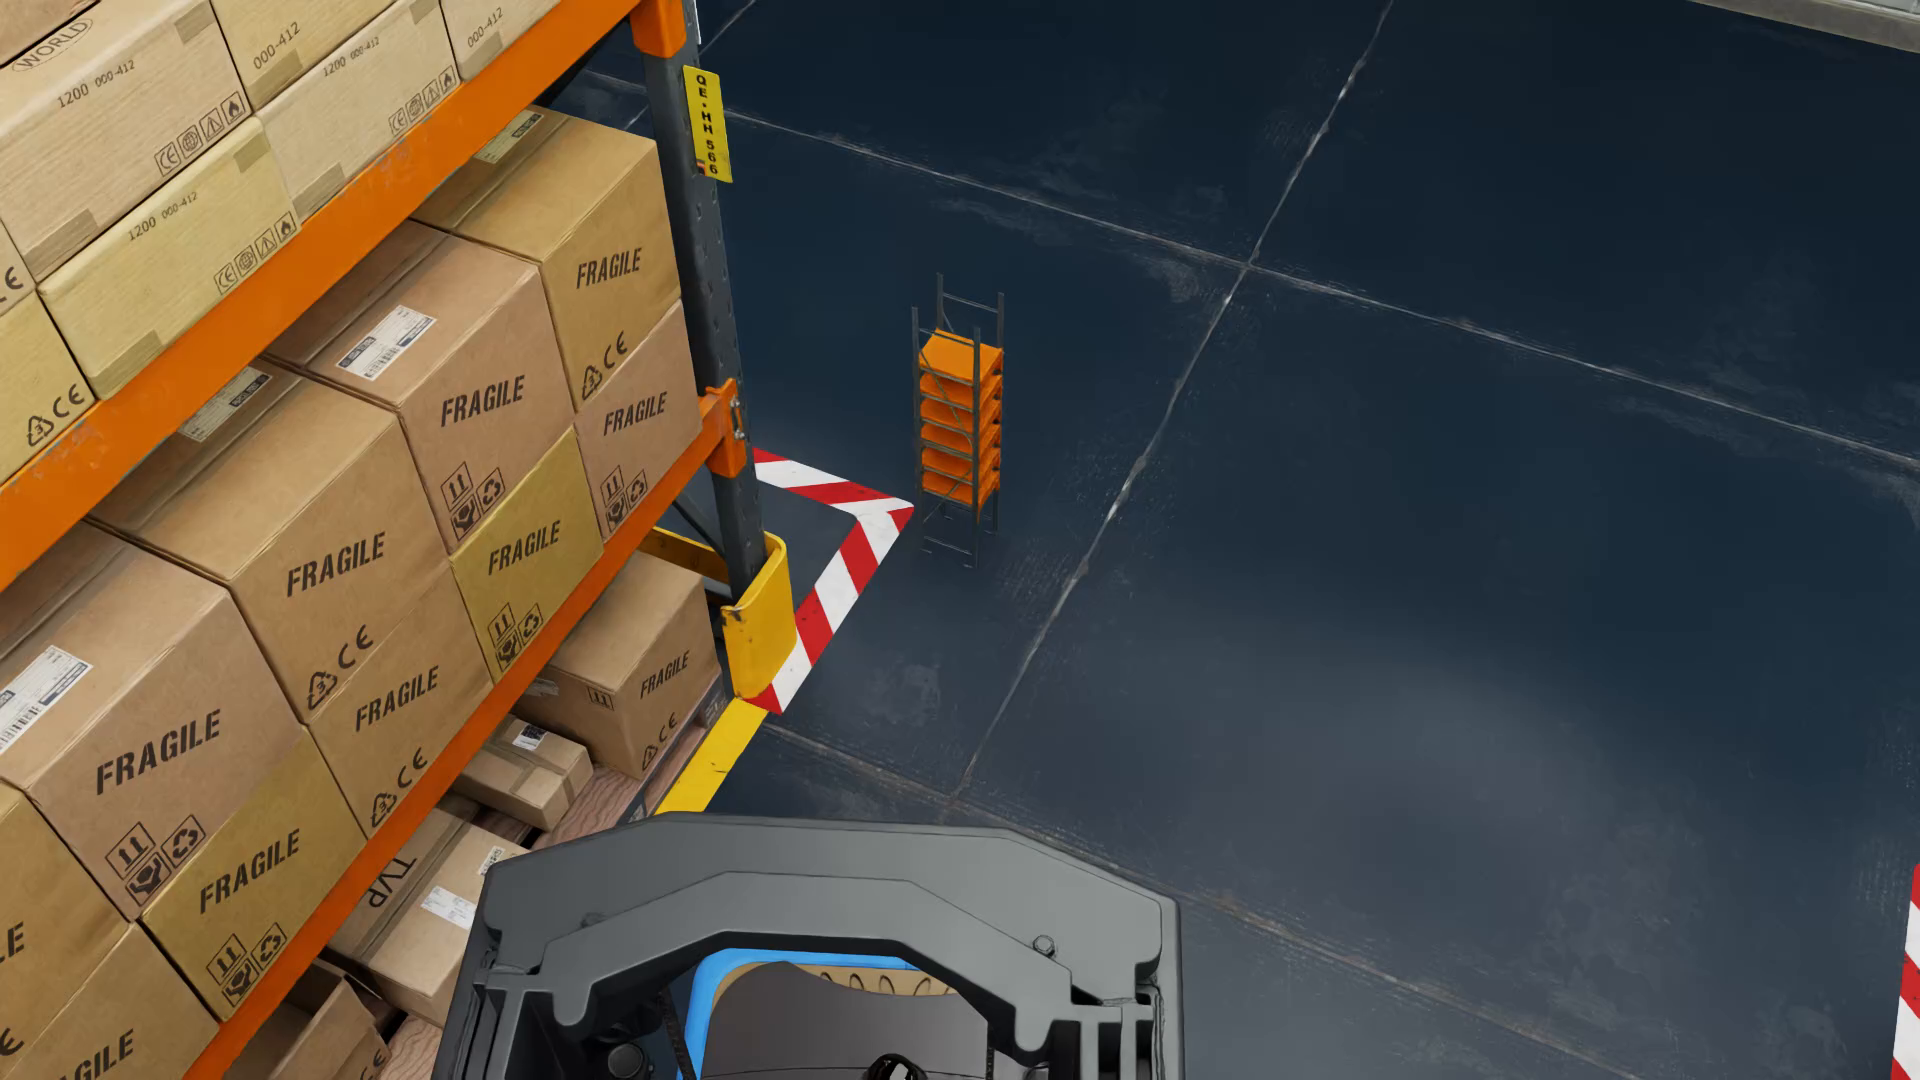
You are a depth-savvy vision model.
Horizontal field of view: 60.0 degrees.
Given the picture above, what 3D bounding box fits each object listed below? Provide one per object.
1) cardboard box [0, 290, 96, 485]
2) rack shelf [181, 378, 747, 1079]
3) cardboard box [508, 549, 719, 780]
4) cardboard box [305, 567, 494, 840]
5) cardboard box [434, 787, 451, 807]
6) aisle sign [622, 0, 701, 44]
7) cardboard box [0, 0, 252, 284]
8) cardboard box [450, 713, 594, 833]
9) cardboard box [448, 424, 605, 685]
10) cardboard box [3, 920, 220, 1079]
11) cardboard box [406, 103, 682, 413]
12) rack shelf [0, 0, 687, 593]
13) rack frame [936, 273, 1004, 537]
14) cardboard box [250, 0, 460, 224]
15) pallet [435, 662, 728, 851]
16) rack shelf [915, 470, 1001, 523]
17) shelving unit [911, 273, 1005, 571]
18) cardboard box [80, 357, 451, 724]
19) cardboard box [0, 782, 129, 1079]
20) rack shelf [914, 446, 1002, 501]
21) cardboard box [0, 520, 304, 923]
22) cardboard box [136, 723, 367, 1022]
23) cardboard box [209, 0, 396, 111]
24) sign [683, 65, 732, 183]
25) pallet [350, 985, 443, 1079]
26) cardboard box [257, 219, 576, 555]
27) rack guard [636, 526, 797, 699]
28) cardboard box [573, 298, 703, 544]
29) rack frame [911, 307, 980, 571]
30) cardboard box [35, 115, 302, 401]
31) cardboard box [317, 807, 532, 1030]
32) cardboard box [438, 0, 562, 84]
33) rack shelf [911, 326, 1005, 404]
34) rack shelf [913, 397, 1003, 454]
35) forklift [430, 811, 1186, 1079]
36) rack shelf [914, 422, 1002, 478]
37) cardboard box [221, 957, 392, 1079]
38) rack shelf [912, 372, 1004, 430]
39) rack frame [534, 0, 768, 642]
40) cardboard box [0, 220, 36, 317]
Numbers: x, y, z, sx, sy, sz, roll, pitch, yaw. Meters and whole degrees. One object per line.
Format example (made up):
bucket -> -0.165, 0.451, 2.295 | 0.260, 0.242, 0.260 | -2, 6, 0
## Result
cardboard box -> -1.764, -0.220, 2.597 | 0.500, 0.250, 0.500 | 20, 52, 16
rack shelf -> -1.984, 0.846, 4.033 | 1.077, 0.370, 4.000 | 20, 52, 16
cardboard box -> -1.139, 0.358, 5.329 | 0.500, 0.500, 0.500 | 20, 52, 16
cardboard box -> -1.512, 0.300, 3.959 | 0.500, 0.500, 0.500 | 20, 53, 16
cardboard box -> -1.832, 0.611, 5.278 | 0.500, 0.250, 0.500 | 20, 52, 16
aisle sign -> -0.824, -1.554, 3.896 | 0.394, 0.787, 0.004 | 20, 52, 16
cardboard box -> -1.549, -0.726, 2.699 | 0.500, 0.250, 0.500 | 20, 52, 16
cardboard box -> -1.394, 0.715, 5.243 | 0.380, 0.166, 0.250 | 20, 52, 16
cardboard box -> -1.293, -0.041, 4.250 | 0.500, 0.500, 0.500 | 20, 53, 16
cardboard box -> -1.943, 0.998, 3.366 | 0.500, 0.500, 0.500 | 20, 52, 16
cardboard box -> -1.071, -0.725, 4.175 | 0.500, 0.500, 0.500 | 19, 52, 16
rack shelf -> -1.984, -0.126, 2.891 | 1.077, 0.370, 4.000 | 20, 52, 16
rack frame -> 0.033, -0.442, 5.838 | 0.240, 1.200, 0.006 | 20, 52, 16
cardboard box -> -1.334, -0.908, 3.182 | 0.500, 0.250, 0.500 | 20, 52, 16
pallet -> -1.502, 0.741, 5.481 | 1.003, 0.211, 1.213 | 20, 52, 16
rack shelf -> -0.006, -0.195, 6.001 | 0.258, 0.103, 0.180 | 20, 52, 16
shelving unit -> -0.006, -0.379, 5.785 | 0.258, 1.200, 0.189 | 20, 52, 16
cardboard box -> -1.504, -0.018, 3.574 | 0.500, 0.500, 0.500 | 21, 53, 17
cardboard box -> -1.943, 0.691, 2.970 | 0.500, 0.500, 0.500 | 18, 52, 15
rack shelf -> -0.006, -0.272, 5.910 | 0.258, 0.103, 0.180 | 20, 52, 16
cardboard box -> -1.723, 0.335, 3.273 | 0.500, 0.500, 0.500 | 21, 53, 17
cardboard box -> -1.727, 0.647, 3.664 | 0.500, 0.500, 0.500 | 19, 52, 16
cardboard box -> -1.332, -1.069, 2.991 | 0.500, 0.250, 0.500 | 20, 52, 16
sign -> -0.636, -1.048, 4.204 | 0.100, 0.325, 0.005 | 20, 52, 16
pallet -> -2.024, 1.578, 4.769 | 1.003, 0.211, 1.213 | 20, 52, 16
cardboard box -> -1.286, -0.377, 3.879 | 0.500, 0.500, 0.500 | 21, 53, 17
rack guard -> -1.162, 0.098, 5.838 | 1.175, 0.500, 0.348 | 20, 52, 16
cardboard box -> -1.075, -0.400, 4.555 | 0.500, 0.500, 0.500 | 21, 53, 17
rack frame -> -0.045, -0.316, 5.731 | 0.240, 1.200, 0.006 | 20, 52, 16
cardboard box -> -1.536, -0.559, 2.885 | 0.500, 0.250, 0.500 | 20, 52, 16
cardboard box -> -1.572, 1.083, 4.875 | 0.500, 0.250, 0.500 | 20, 52, 16
cardboard box -> -1.111, -1.248, 3.472 | 0.500, 0.250, 0.500 | 20, 52, 16
rack shelf -> -0.006, -0.583, 5.544 | 0.258, 0.103, 0.180 | 20, 52, 16
rack shelf -> -0.006, -0.428, 5.727 | 0.258, 0.103, 0.180 | 20, 52, 16
forklift -> -0.213, 1.864, 2.740 | 1.130, 2.935, 3.031 | 3, 50, 2
rack shelf -> -0.006, -0.350, 5.818 | 0.258, 0.103, 0.180 | 20, 52, 16
cardboard box -> -2.041, 1.361, 4.473 | 0.797, 0.503, 0.637 | 20, 52, 16
rack shelf -> -0.006, -0.506, 5.636 | 0.258, 0.103, 0.180 | 20, 52, 16
rack frame -> -1.130, -0.764, 4.931 | 1.000, 3.000, 0.127 | 20, 52, 16
cardboard box -> -1.757, -0.379, 2.404 | 0.500, 0.250, 0.500 | 20, 52, 16
